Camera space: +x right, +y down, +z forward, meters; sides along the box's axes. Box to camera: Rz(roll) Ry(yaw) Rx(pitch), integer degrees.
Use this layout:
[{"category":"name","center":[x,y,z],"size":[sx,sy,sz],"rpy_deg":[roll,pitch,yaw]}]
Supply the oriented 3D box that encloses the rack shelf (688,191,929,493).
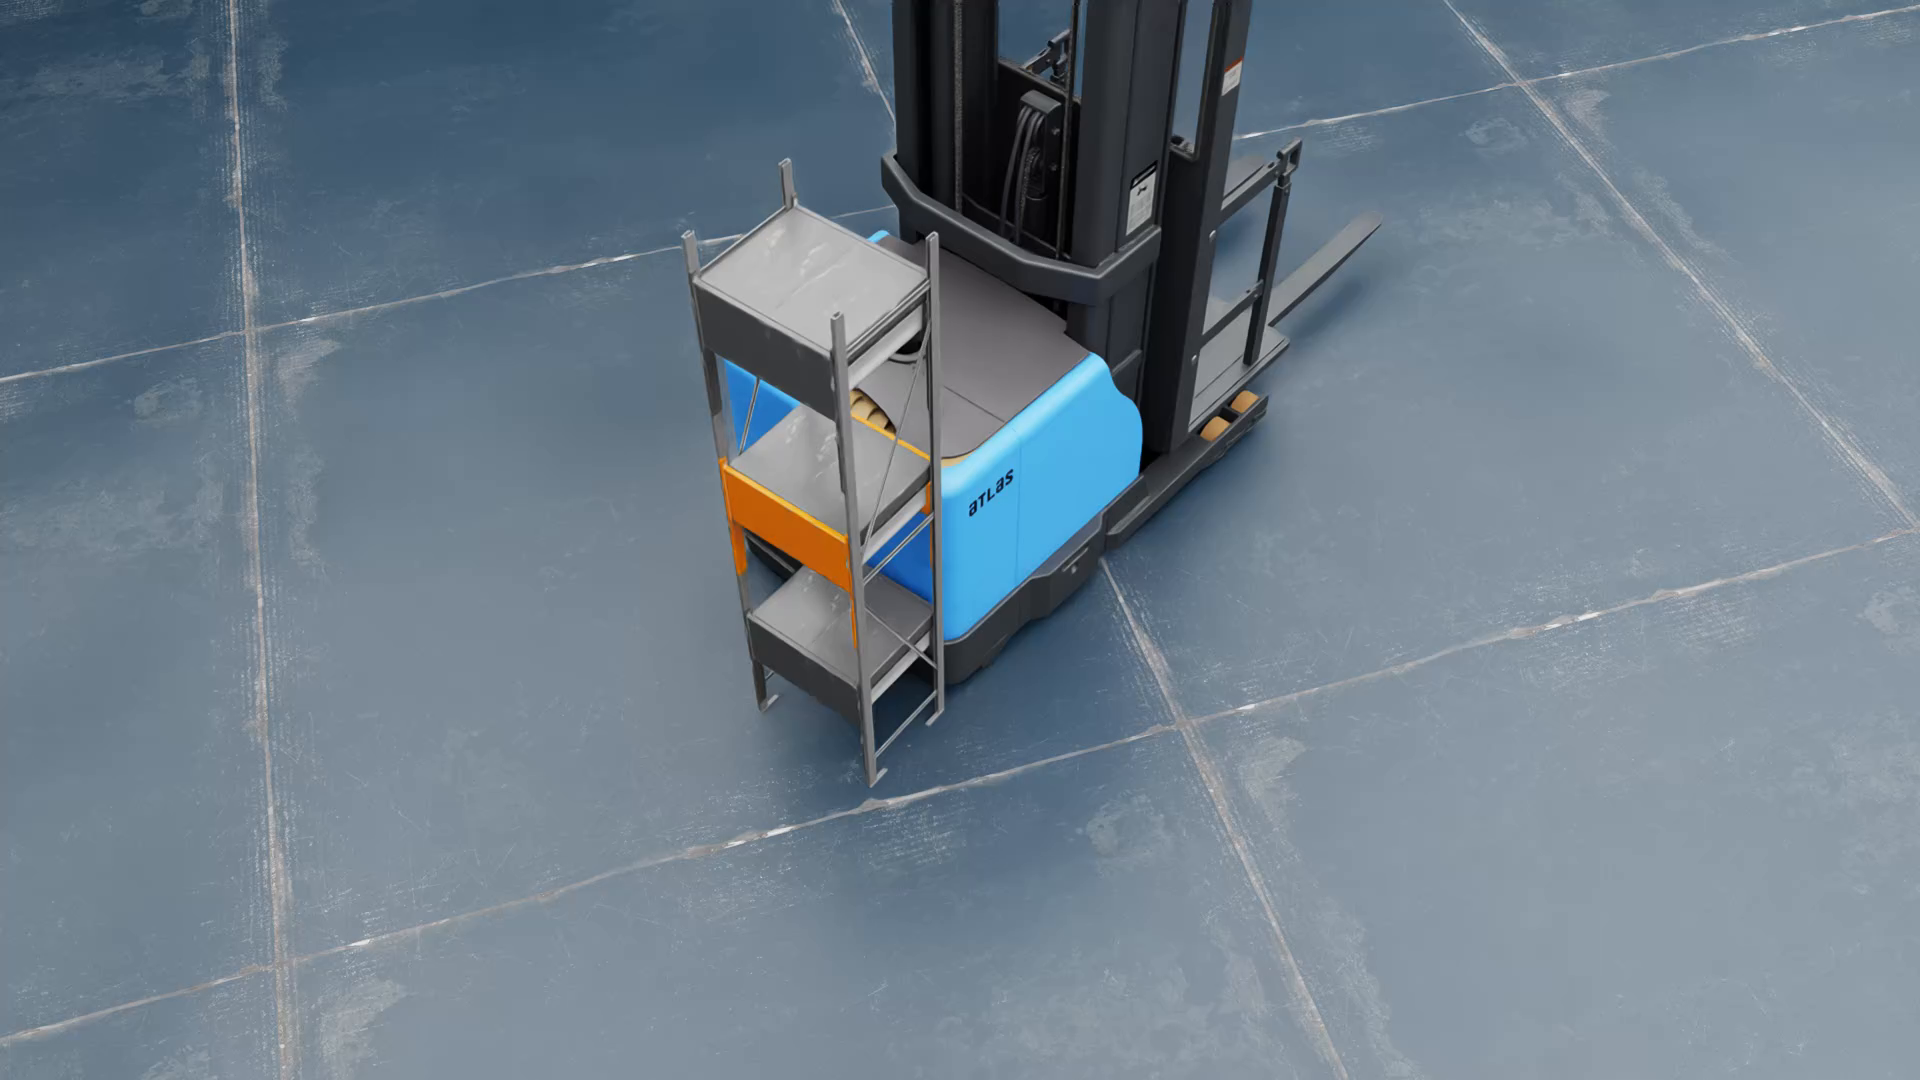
[{"category":"rack shelf","center":[-0.375,-0.526,4.423],"size":[0.480,0.518,0.431],"rpy_deg":[30,56,23]}]

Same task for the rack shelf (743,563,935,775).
[{"category":"rack shelf","center":[-0.375,0.376,5.493],"size":[0.480,0.518,0.431],"rpy_deg":[30,56,23]}]

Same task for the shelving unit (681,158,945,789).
[{"category":"shelving unit","center":[-0.375,-0.084,4.947],"size":[0.503,2.100,0.431],"rpy_deg":[30,56,23]}]

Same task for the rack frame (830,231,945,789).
[{"category":"rack frame","center":[-0.181,0.030,4.851],"size":[0.015,2.100,0.400],"rpy_deg":[30,56,23]}]

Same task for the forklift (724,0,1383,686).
[{"category":"forklift","center":[0.566,-1.495,5.593],"size":[1.130,2.935,3.031],"rpy_deg":[34,58,25]}]

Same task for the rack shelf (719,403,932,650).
[{"category":"rack shelf","center":[-0.375,-0.075,4.958],"size":[0.480,0.518,0.431],"rpy_deg":[30,56,23]}]

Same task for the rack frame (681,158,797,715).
[{"category":"rack frame","center":[-0.568,-0.198,5.043],"size":[0.015,2.100,0.400],"rpy_deg":[30,56,23]}]
